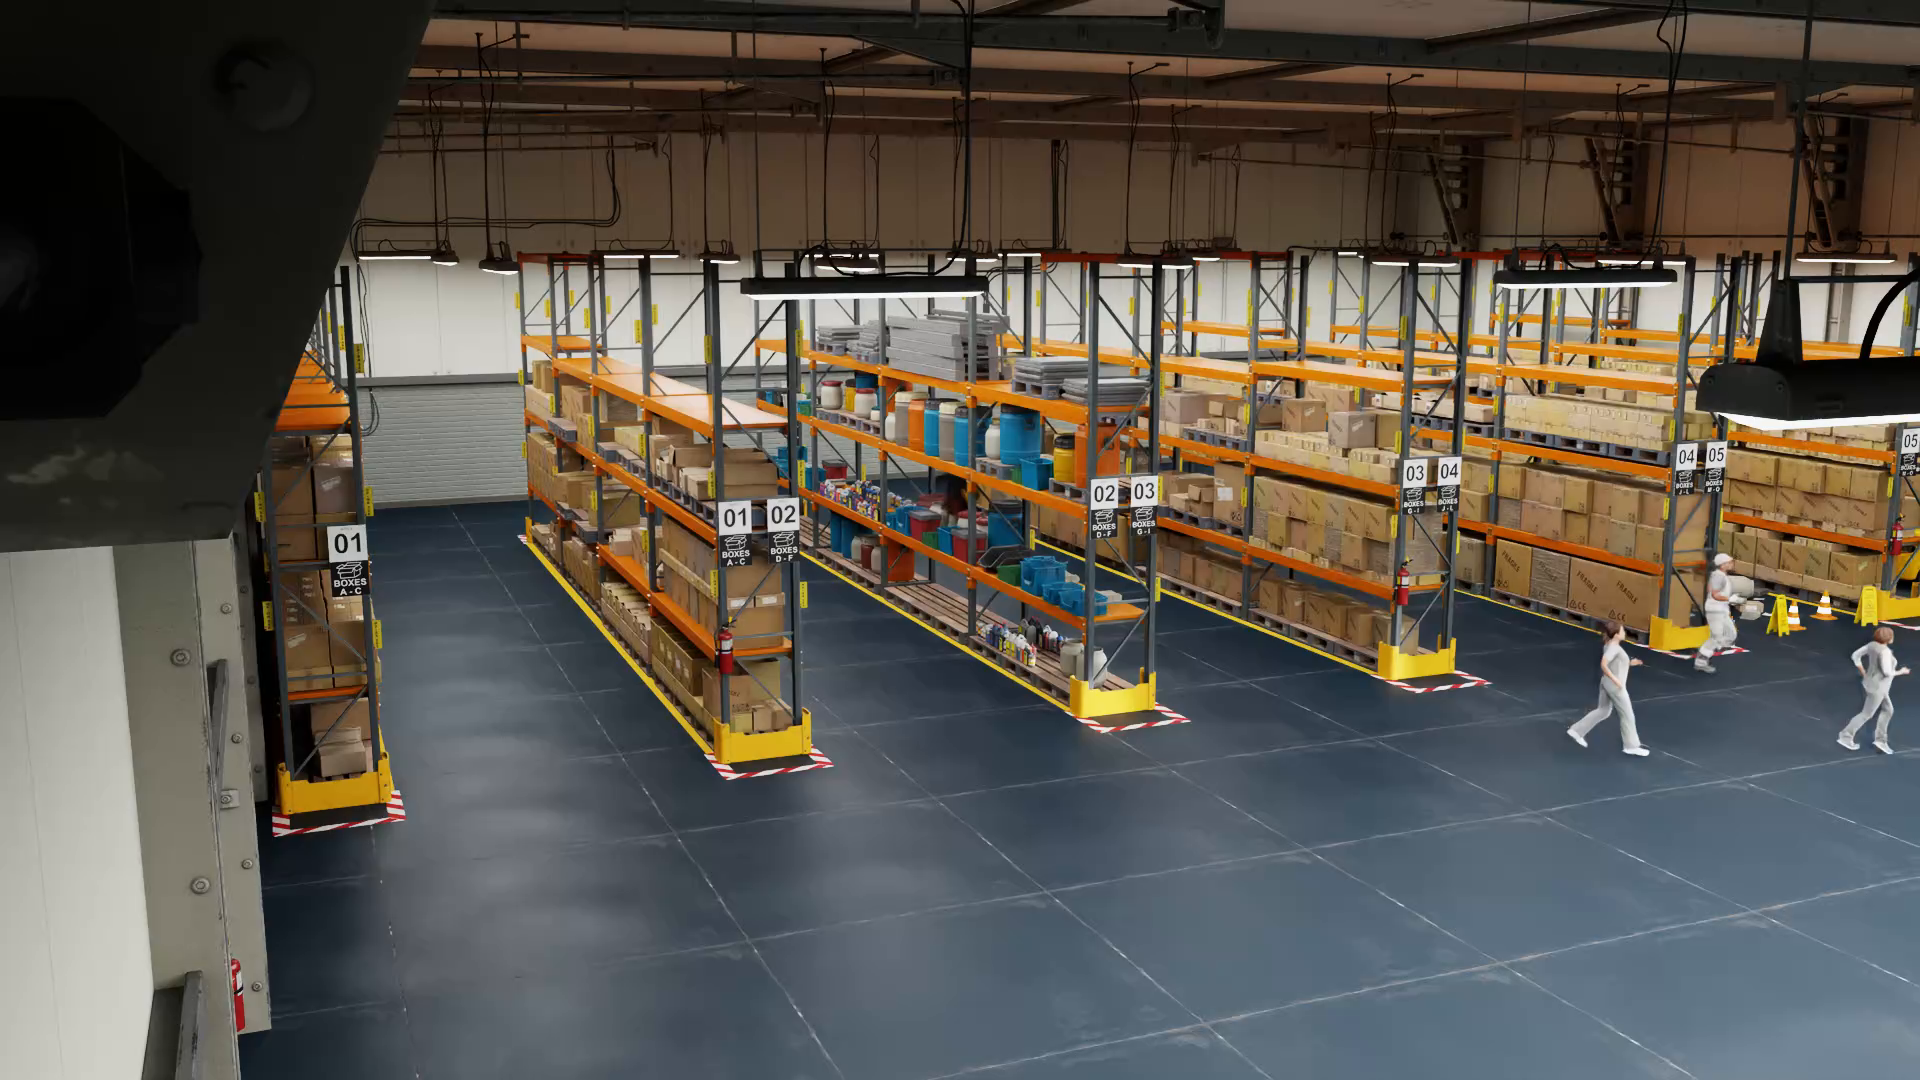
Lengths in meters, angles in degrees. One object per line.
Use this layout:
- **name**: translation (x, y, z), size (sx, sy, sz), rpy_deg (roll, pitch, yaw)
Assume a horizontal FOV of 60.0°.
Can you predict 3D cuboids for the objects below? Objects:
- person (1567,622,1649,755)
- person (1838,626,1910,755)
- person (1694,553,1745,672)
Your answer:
- **person**: translation (7.996, 1.811, 20.383), size (0.969, 1.649, 0.564), rpy_deg (1, 10, 6)
- **person**: translation (11.232, 1.864, 20.425), size (0.729, 1.623, 0.525), rpy_deg (2, 11, 13)
- **person**: translation (11.183, 1.055, 24.391), size (0.601, 1.730, 0.668), rpy_deg (6, 12, 31)
